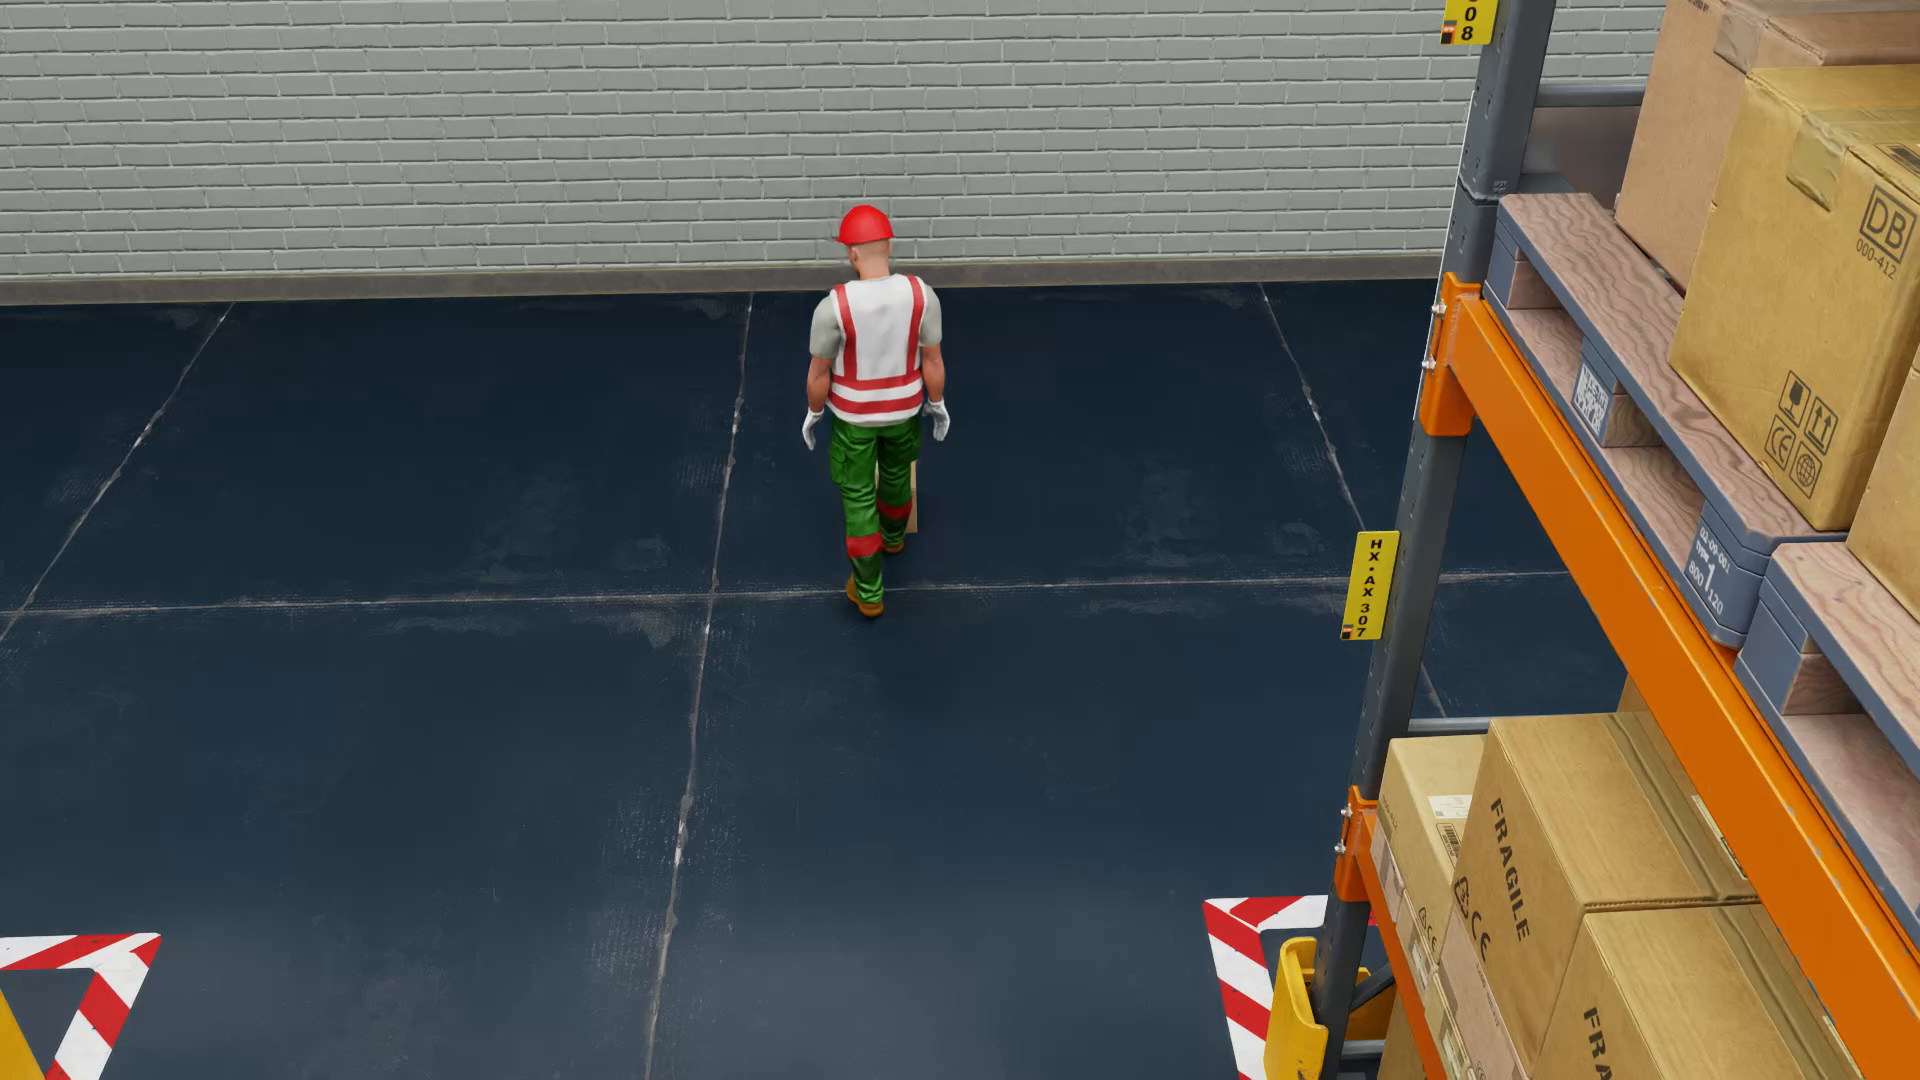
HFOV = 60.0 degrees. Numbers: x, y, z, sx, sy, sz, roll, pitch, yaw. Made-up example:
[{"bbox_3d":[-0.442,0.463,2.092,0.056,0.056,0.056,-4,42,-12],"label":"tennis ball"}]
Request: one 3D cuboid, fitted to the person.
[{"bbox_3d":[-0.376,-0.587,6.961,0.613,1.763,0.768,-9,36,-12],"label":"person"}]
